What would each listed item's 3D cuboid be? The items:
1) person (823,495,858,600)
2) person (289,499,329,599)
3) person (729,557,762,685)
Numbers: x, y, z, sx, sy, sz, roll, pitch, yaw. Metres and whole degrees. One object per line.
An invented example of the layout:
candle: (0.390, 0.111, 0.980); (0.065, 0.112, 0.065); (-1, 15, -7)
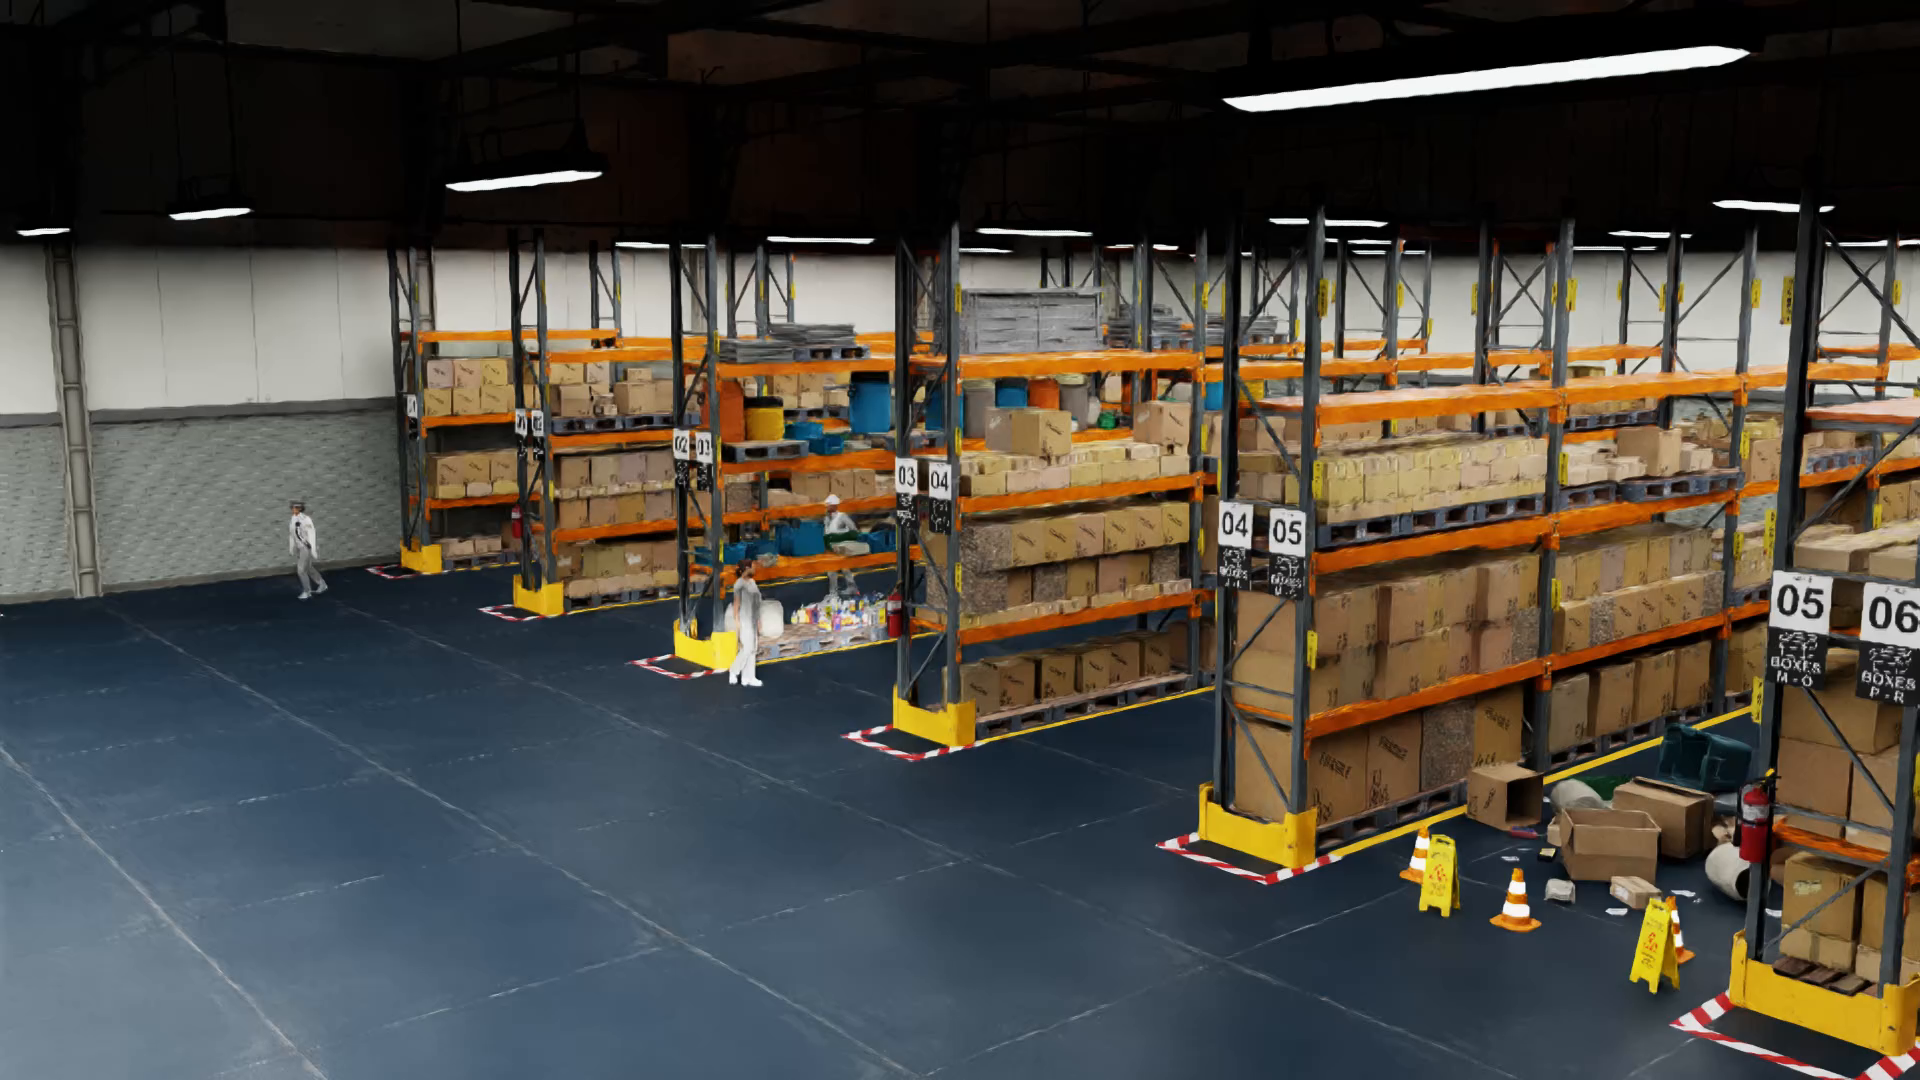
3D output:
person: (-2.025, 0.095, 27.553); (0.866, 1.709, 0.680); (-6, 11, -34)
person: (-10.818, 0.115, 27.659); (0.618, 1.645, 0.659); (8, 12, 41)
person: (-2.775, 1.054, 21.474); (0.435, 1.671, 0.492); (4, 10, 23)
